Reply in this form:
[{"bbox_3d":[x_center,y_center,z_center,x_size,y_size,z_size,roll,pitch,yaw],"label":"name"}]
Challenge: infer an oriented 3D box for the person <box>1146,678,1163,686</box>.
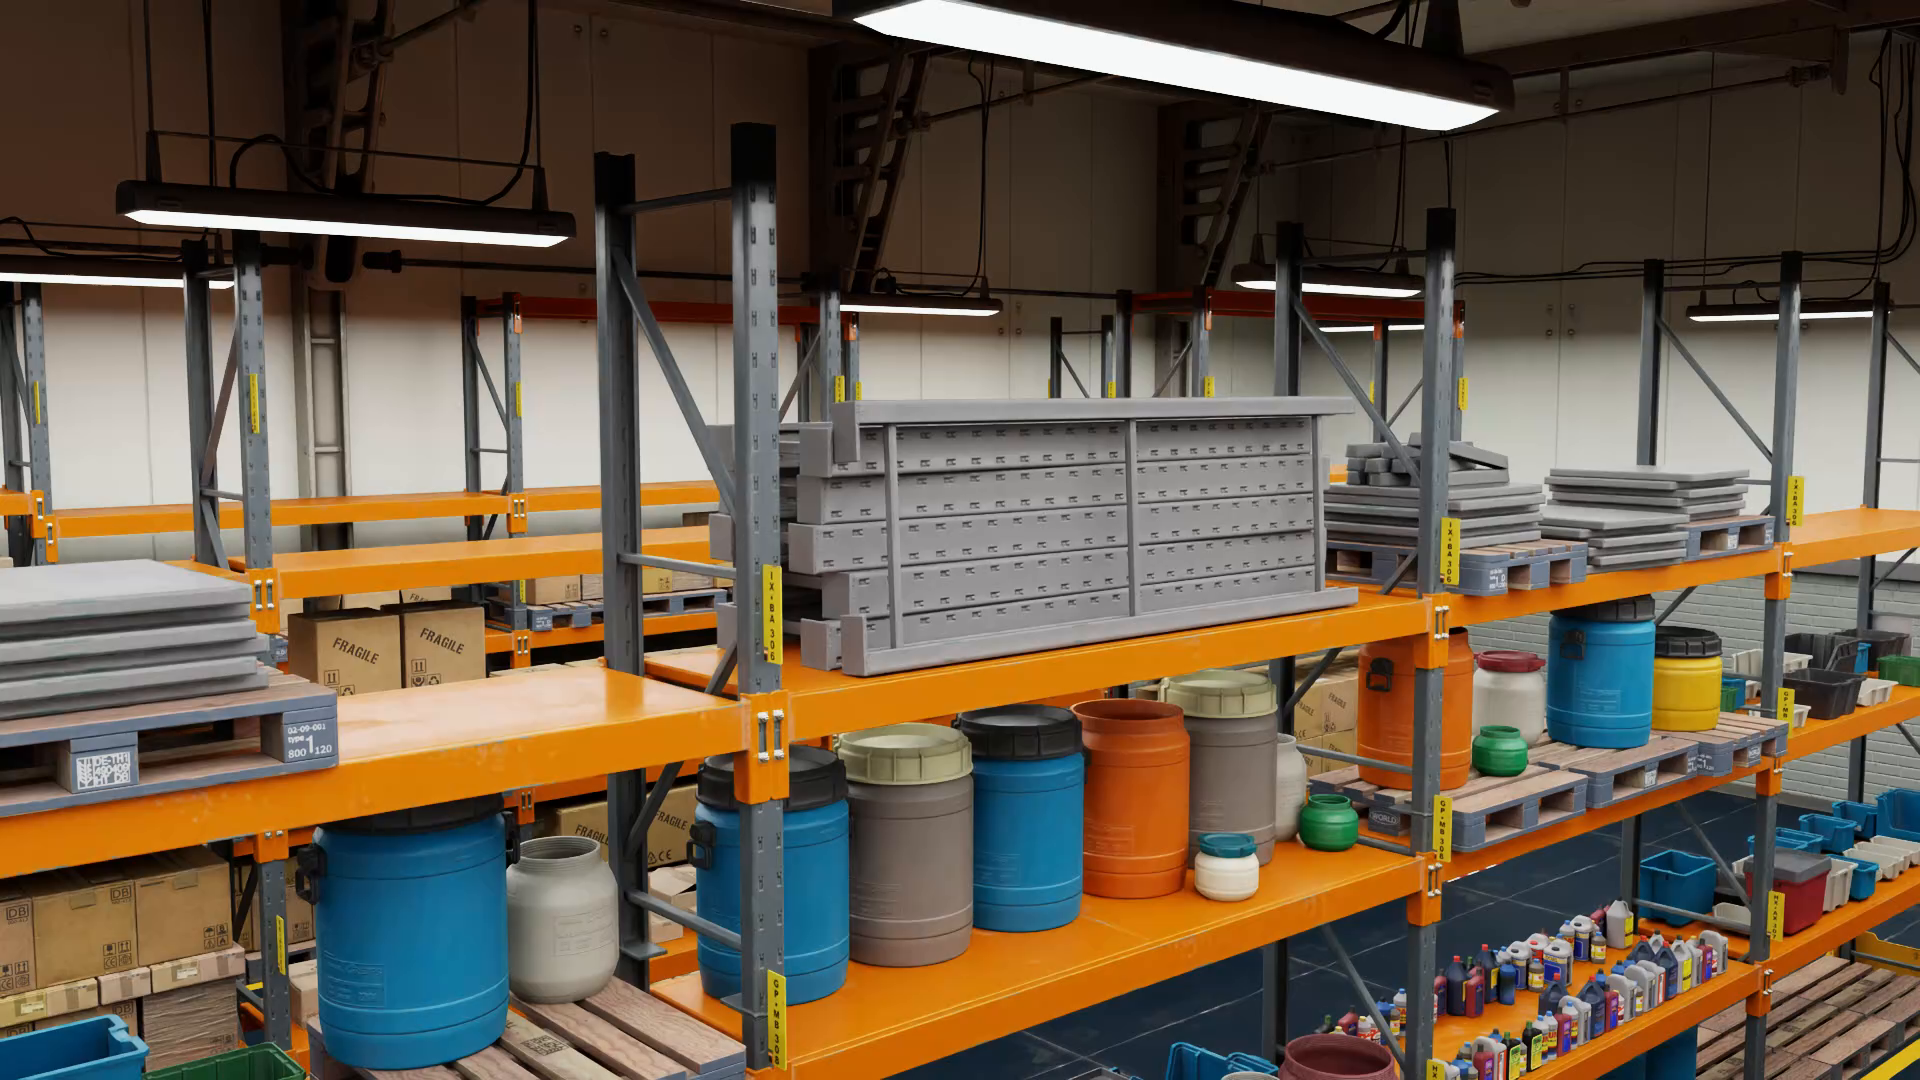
[{"bbox_3d":[2.740,2.255,21.803,0.558,1.715,0.776,-3,6,-25],"label":"person"}]
